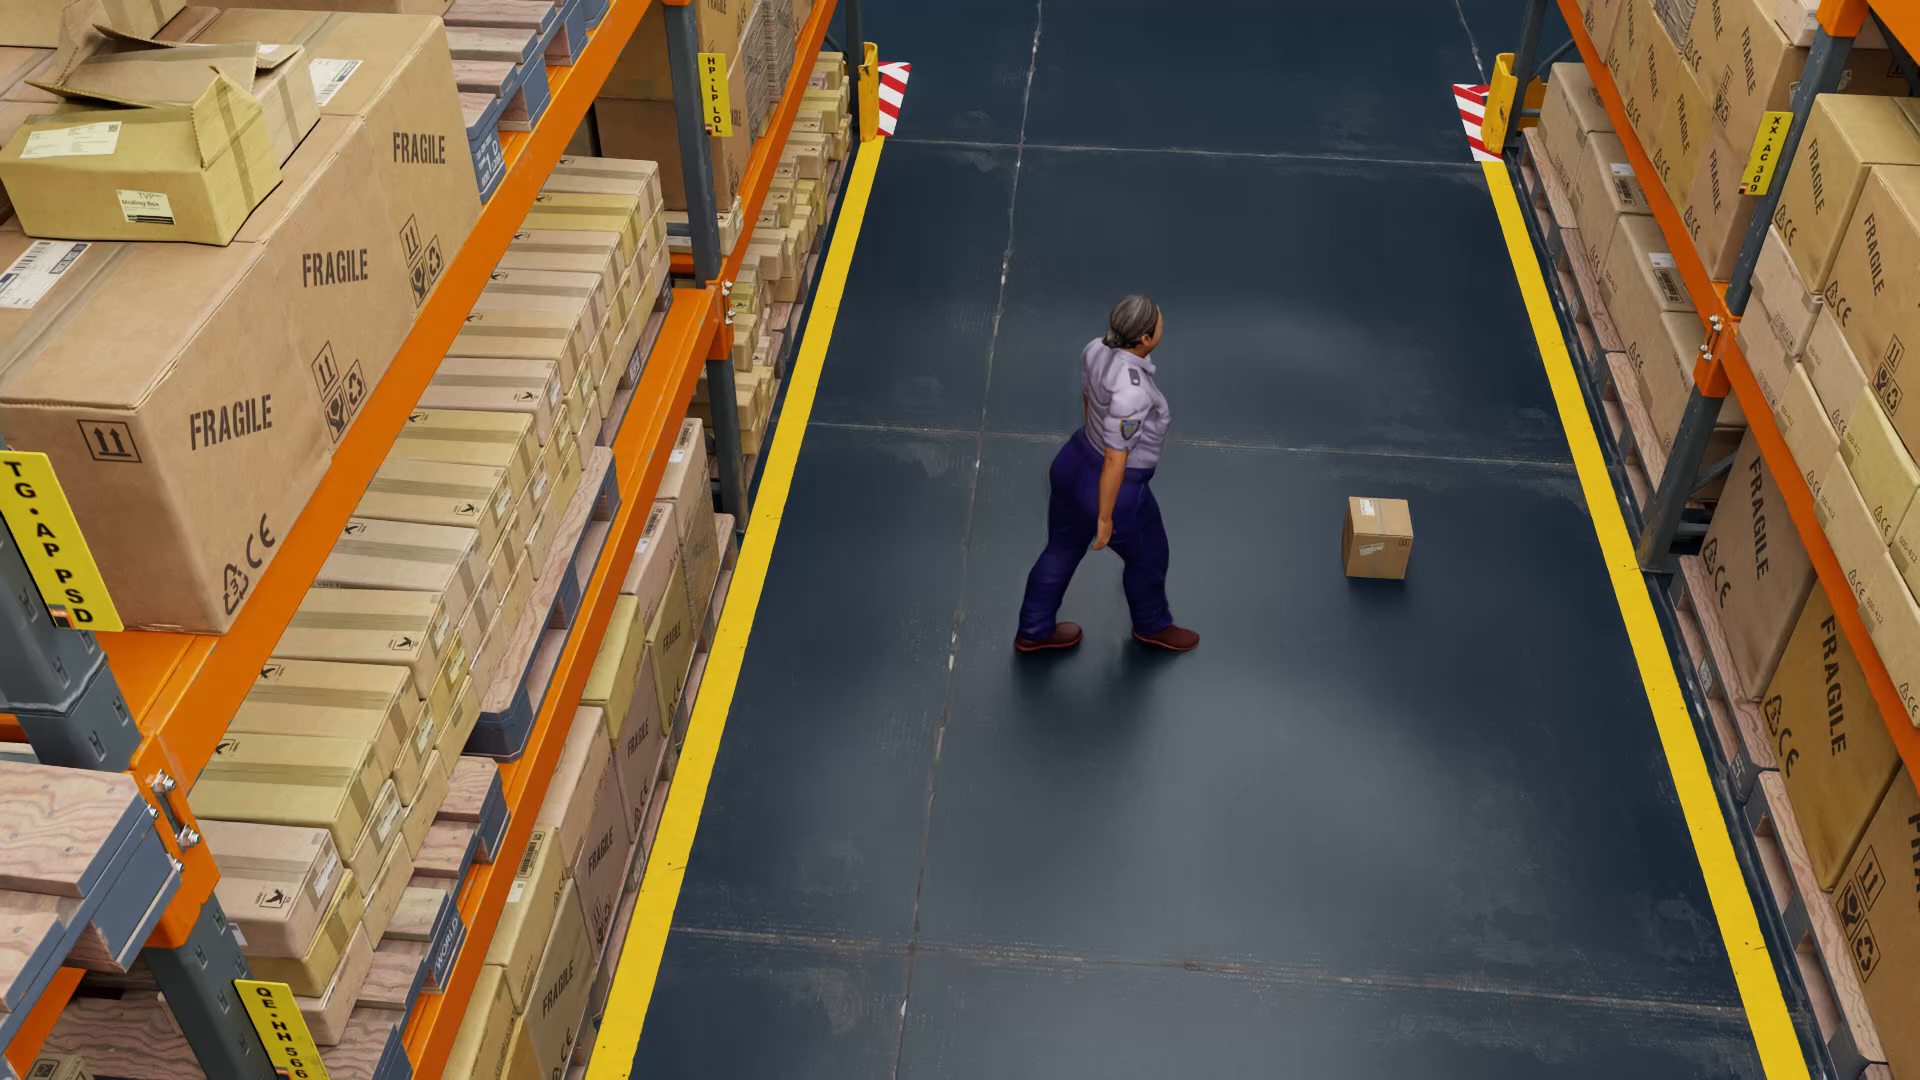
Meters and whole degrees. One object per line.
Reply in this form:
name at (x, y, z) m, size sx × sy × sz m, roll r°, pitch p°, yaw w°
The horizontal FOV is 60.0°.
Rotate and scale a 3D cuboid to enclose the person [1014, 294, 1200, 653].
person at (0.579, -0.220, 6.444) m, size 0.754 × 1.654 × 0.505 m, roll -16°, pitch 43°, yaw -18°
